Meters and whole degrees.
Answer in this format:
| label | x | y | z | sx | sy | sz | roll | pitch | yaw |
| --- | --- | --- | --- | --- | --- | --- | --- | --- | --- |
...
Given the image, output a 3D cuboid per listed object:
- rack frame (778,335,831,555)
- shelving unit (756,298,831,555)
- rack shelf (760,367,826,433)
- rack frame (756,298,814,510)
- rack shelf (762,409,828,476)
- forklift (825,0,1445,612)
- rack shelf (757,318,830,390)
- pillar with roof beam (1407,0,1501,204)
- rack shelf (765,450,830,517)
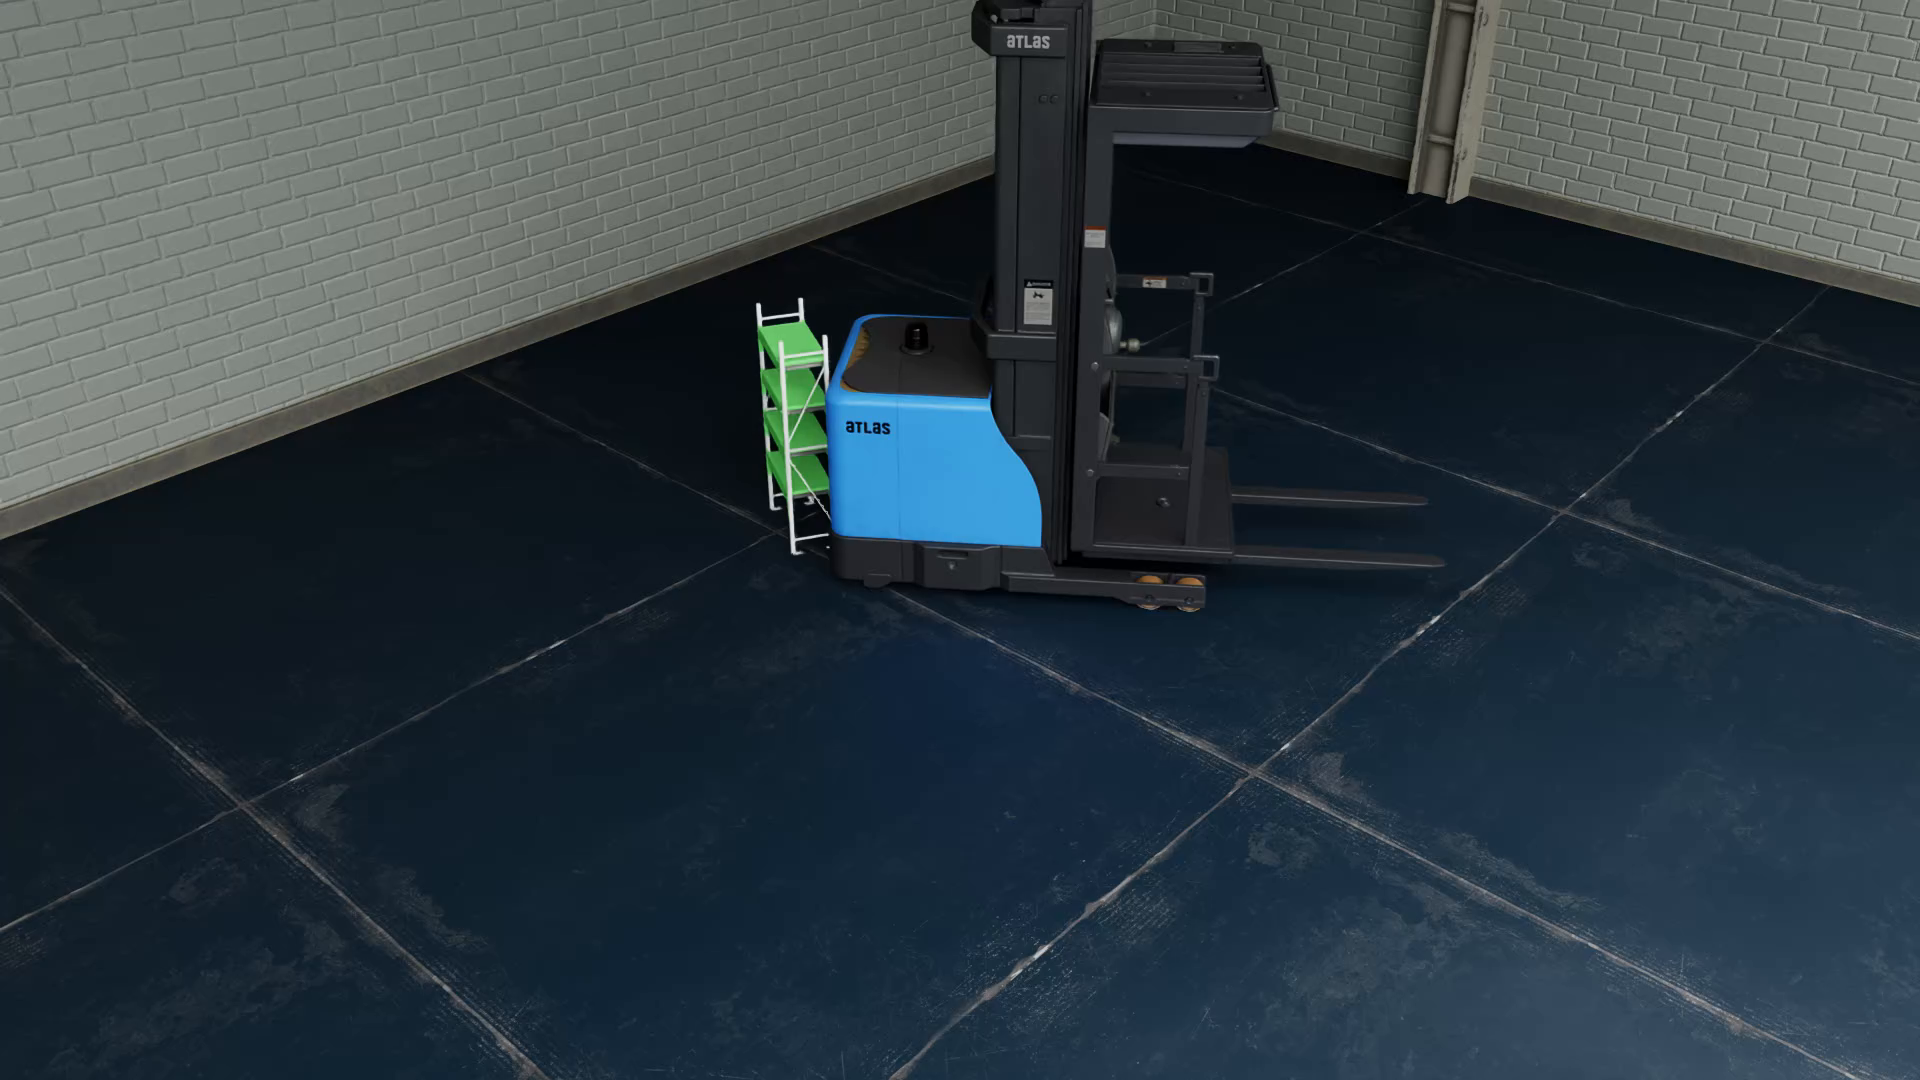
| label | x | y | z | sx | sy | sz | roll | pitch | yaw |
| --- | --- | --- | --- | --- | --- | --- | --- | --- | --- |
| rack frame | -0.760 | -0.460 | 8.351 | 0.240 | 1.200 | 0.015 | -10 | 32 | -16 |
| shelving unit | -0.838 | -0.579 | 8.549 | 0.258 | 1.200 | 0.503 | -10 | 32 | -16 |
| rack shelf | -0.838 | -0.730 | 8.458 | 0.258 | 0.148 | 0.480 | -10 | 32 | -16 |
| rack frame | -0.916 | -0.699 | 8.747 | 0.240 | 1.200 | 0.015 | -10 | 32 | -16 |
| rack shelf | -0.838 | -0.525 | 8.582 | 0.258 | 0.148 | 0.480 | -10 | 32 | -16 |
| forklift | 0.897 | -1.192 | 7.889 | 3.031 | 2.935 | 1.130 | 3 | 31 | 5 |
| rack shelf | -0.838 | -0.936 | 8.335 | 0.258 | 0.148 | 0.480 | -10 | 32 | -16 |
| pillar with roof beam | 0.959 | -4.997 | 8.326 | 0.400 | 9.000 | 9.100 | 25 | 39 | 35 |
| rack shelf | -0.838 | -0.319 | 8.706 | 0.258 | 0.148 | 0.480 | -10 | 32 | -16 |
